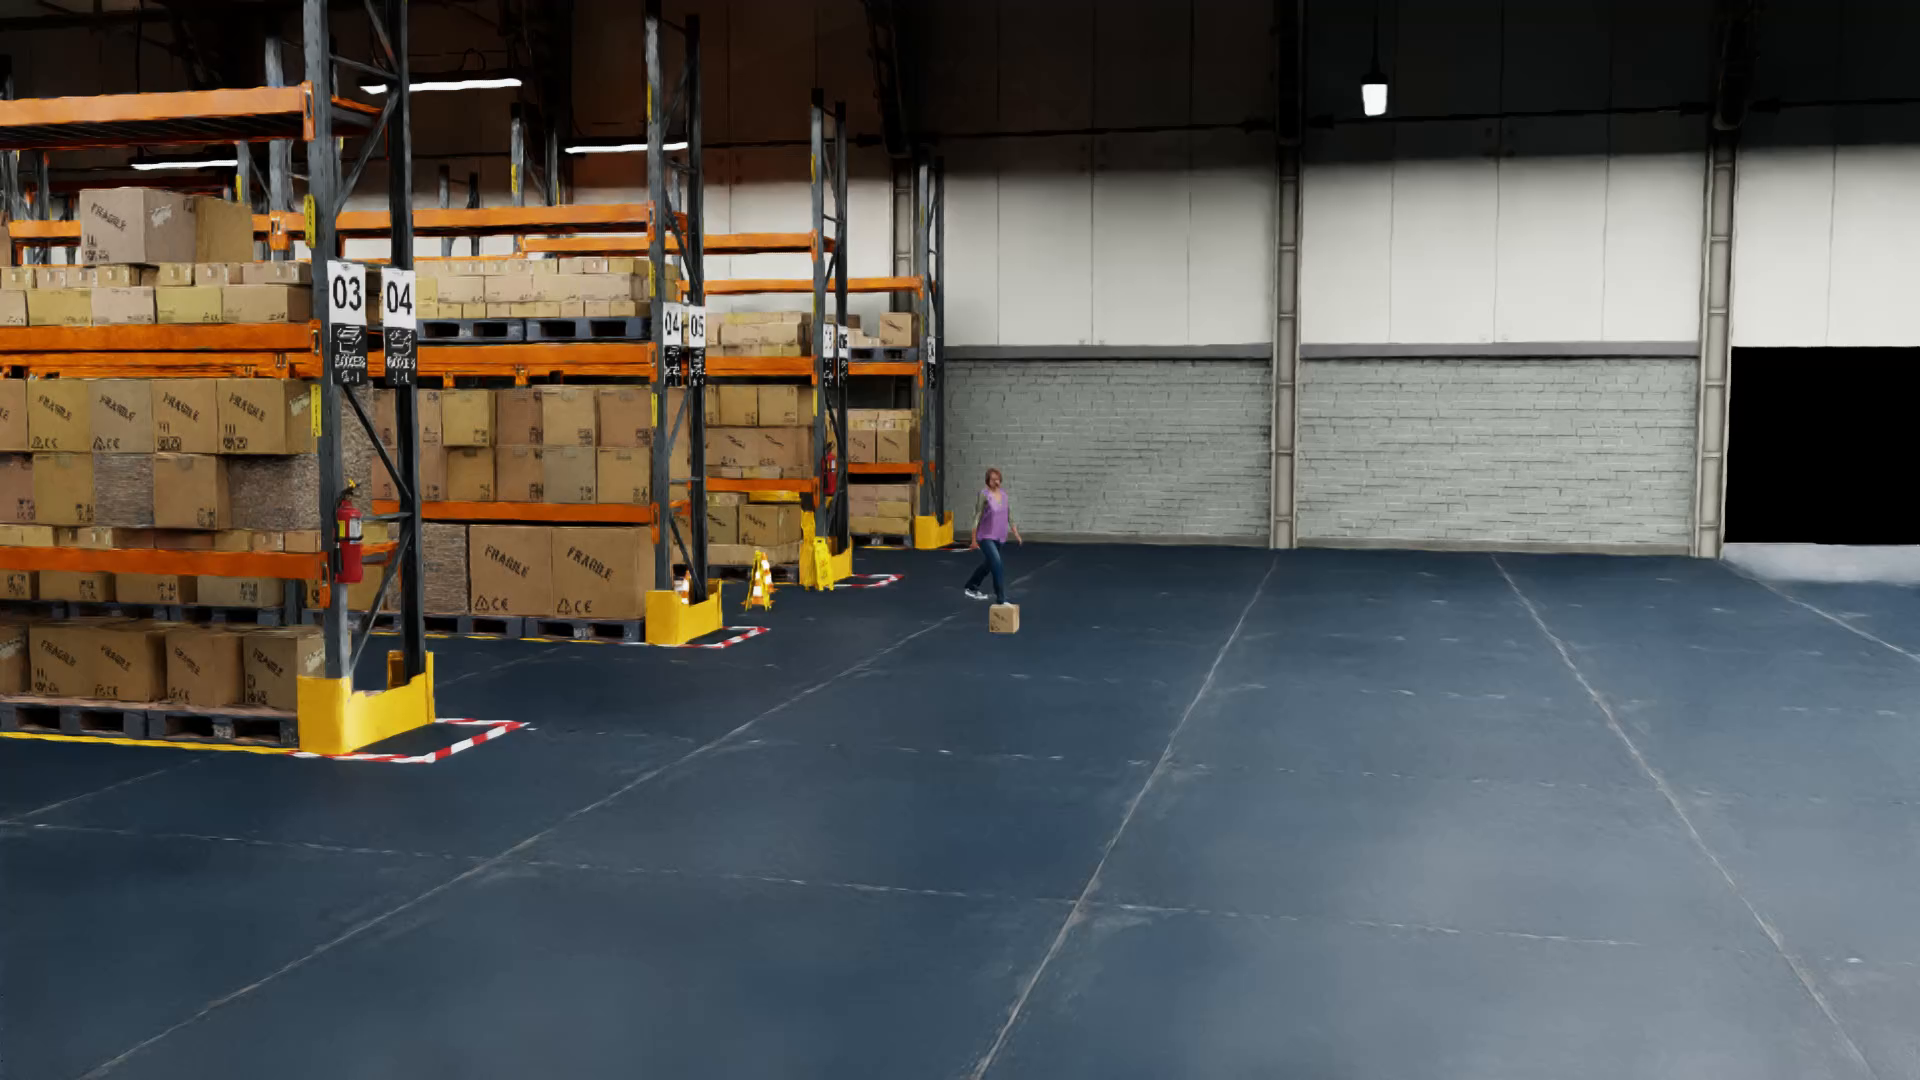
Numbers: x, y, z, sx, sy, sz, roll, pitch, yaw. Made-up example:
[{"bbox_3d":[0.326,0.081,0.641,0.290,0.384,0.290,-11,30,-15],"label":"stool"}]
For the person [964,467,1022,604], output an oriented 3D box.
[{"bbox_3d":[0.318,-0.013,17.974,0.497,1.533,0.922,-5,7,-43],"label":"person"}]
